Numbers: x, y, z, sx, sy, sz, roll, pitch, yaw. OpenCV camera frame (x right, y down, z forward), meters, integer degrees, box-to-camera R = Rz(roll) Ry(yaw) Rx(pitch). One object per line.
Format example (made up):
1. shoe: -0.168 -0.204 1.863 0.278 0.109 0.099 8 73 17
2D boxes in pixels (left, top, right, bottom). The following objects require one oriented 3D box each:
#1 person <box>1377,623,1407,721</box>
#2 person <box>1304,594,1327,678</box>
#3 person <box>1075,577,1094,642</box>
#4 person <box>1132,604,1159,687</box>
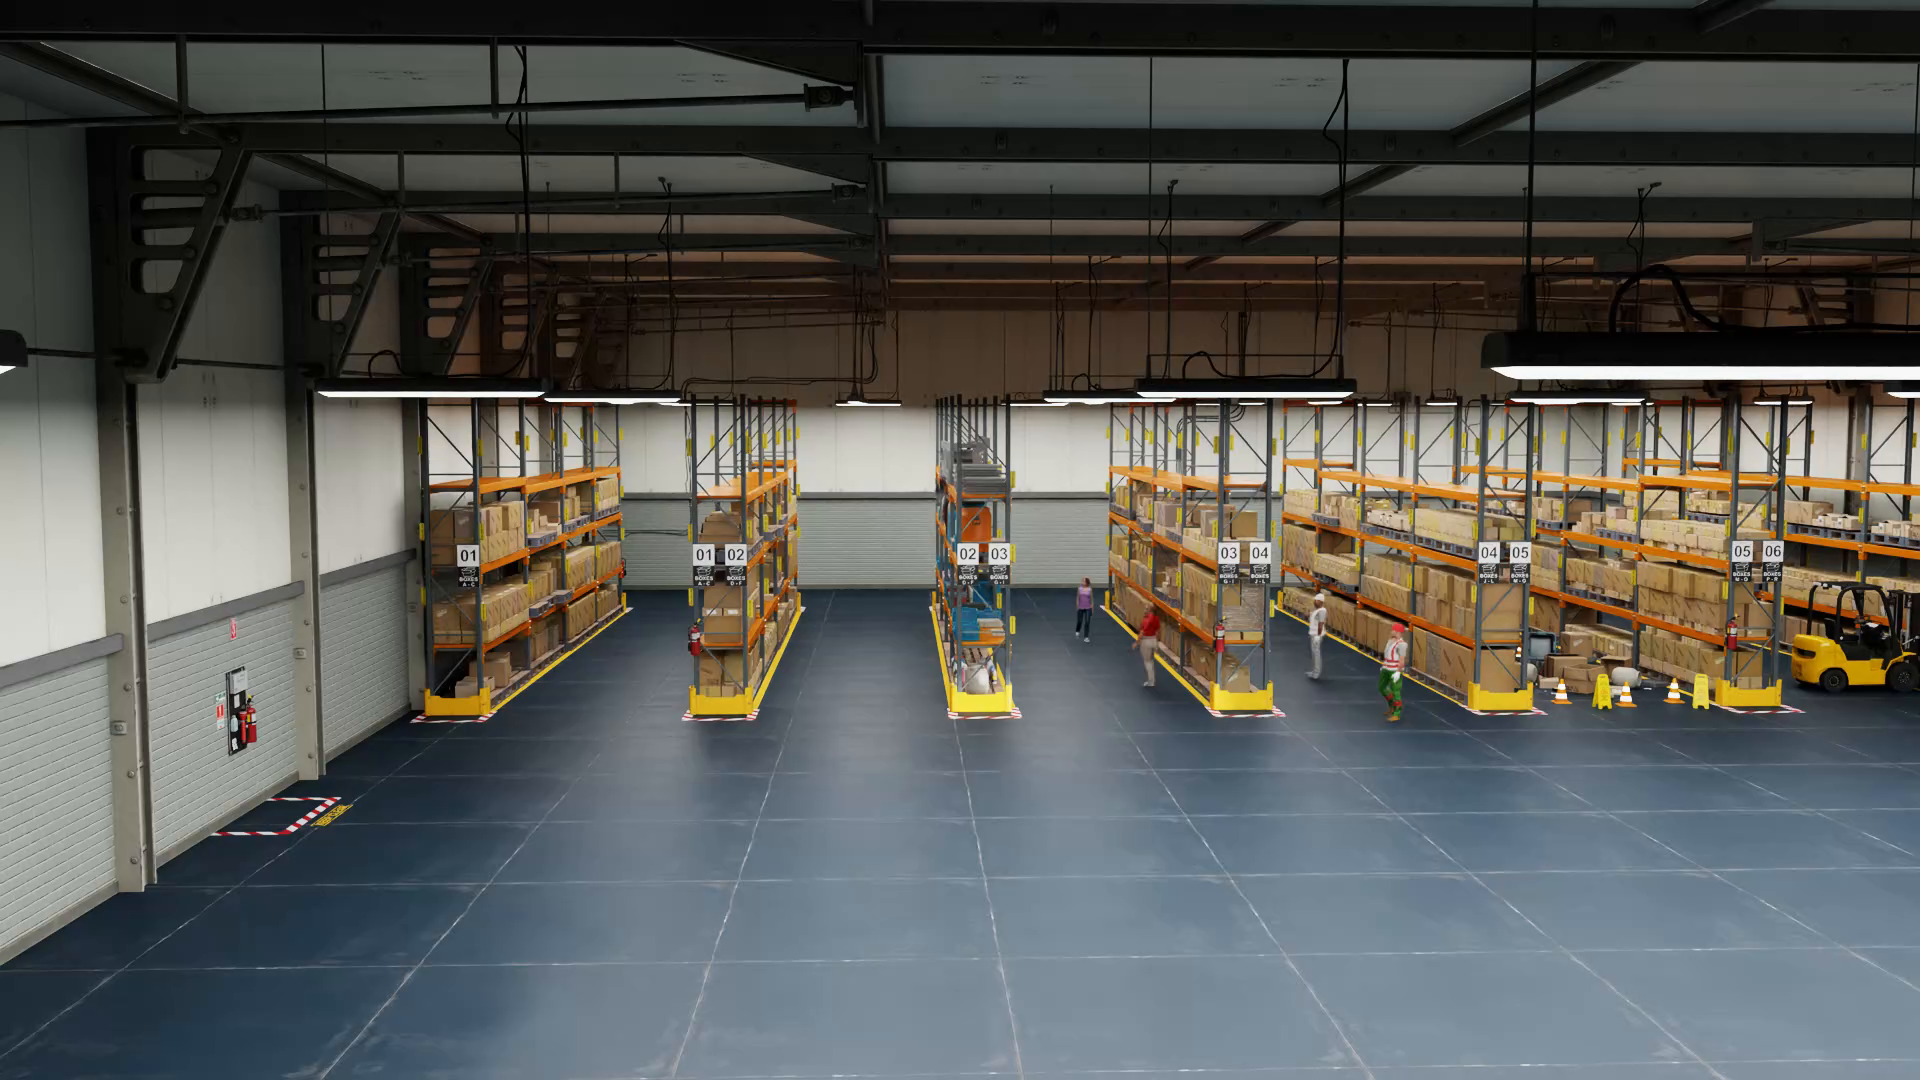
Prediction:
1. person: 7.965 2.409 30.636 0.501 1.787 0.637 -2 5 -24
2. person: 7.597 2.038 35.501 0.497 1.792 0.569 2 5 18
3. person: 3.065 1.749 40.918 0.427 1.492 0.480 -1 5 -8
4. person: 3.856 2.202 34.271 0.577 1.805 0.538 -4 6 -40
